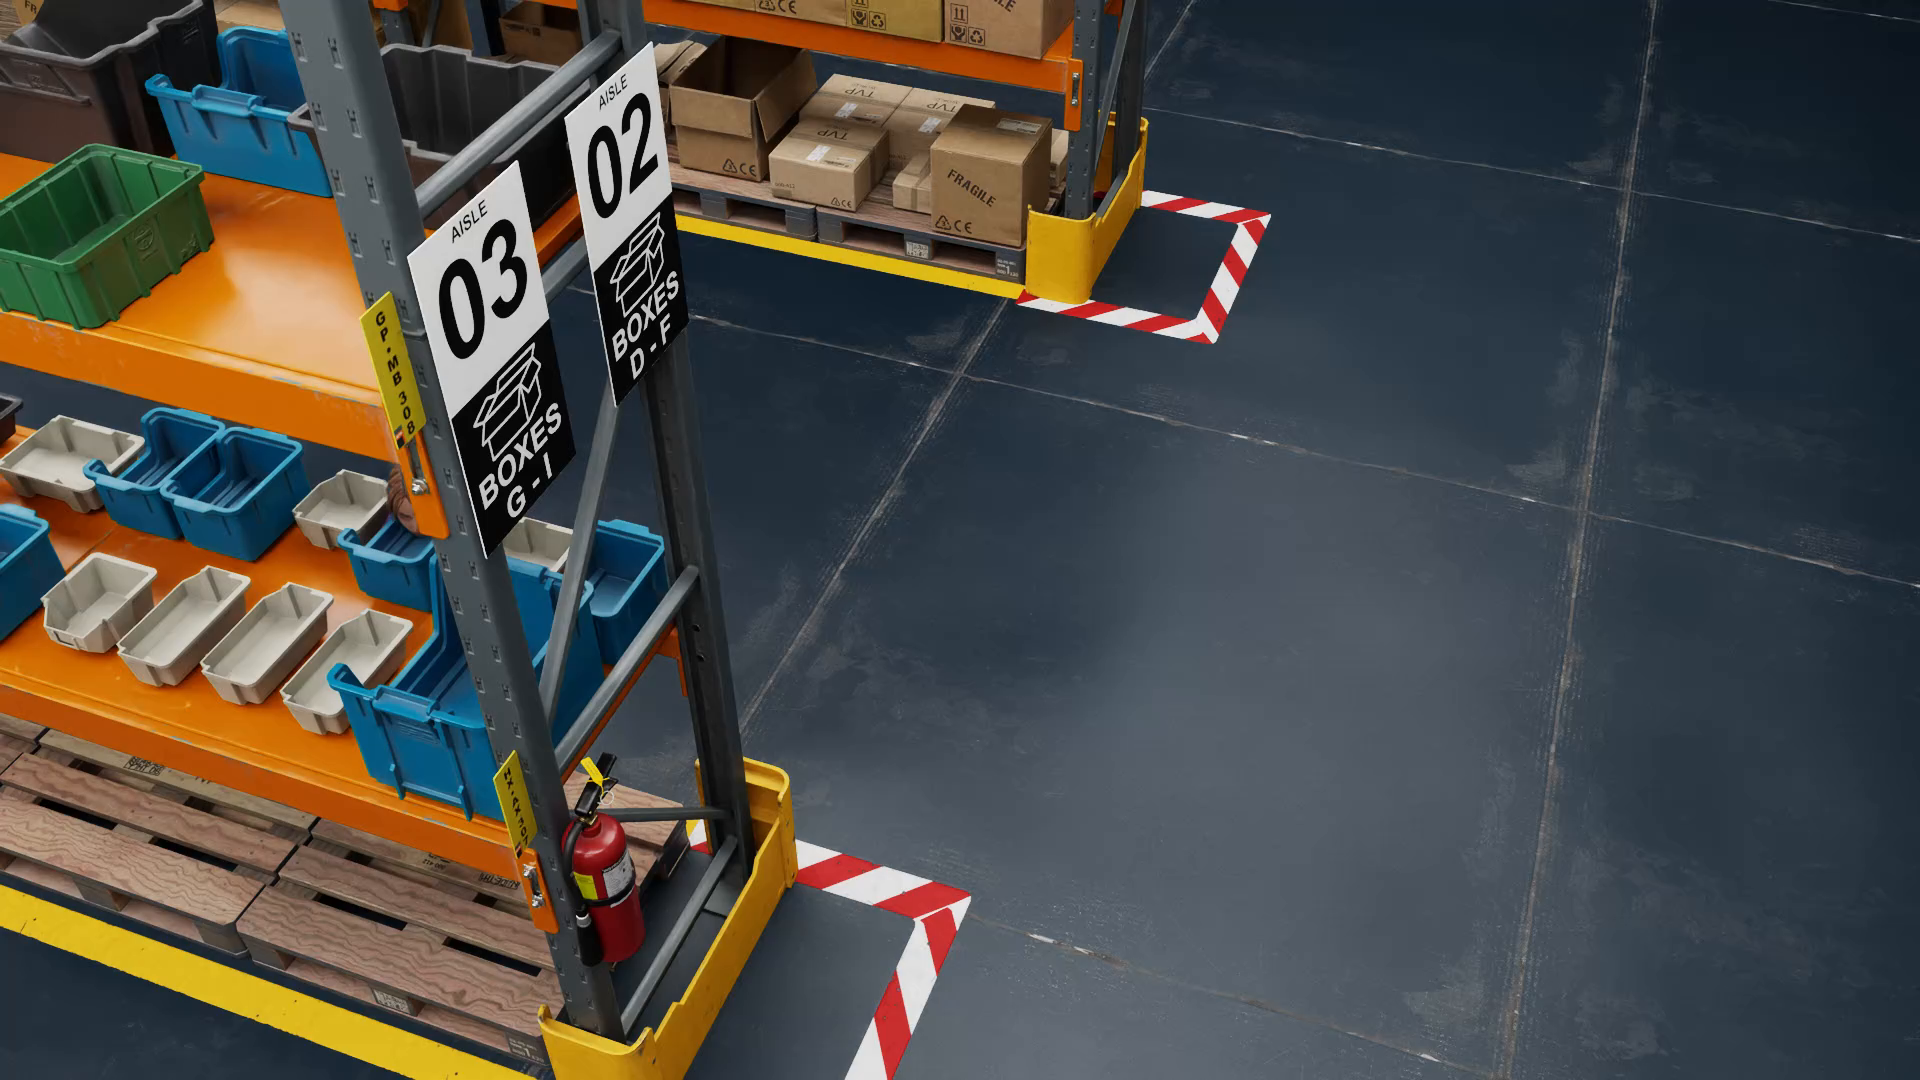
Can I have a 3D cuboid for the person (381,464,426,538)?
[{"bbox_3d":[-1.726,0.390,5.755,0.415,1.632,0.526,-4,42,-5],"label":"person"}]
